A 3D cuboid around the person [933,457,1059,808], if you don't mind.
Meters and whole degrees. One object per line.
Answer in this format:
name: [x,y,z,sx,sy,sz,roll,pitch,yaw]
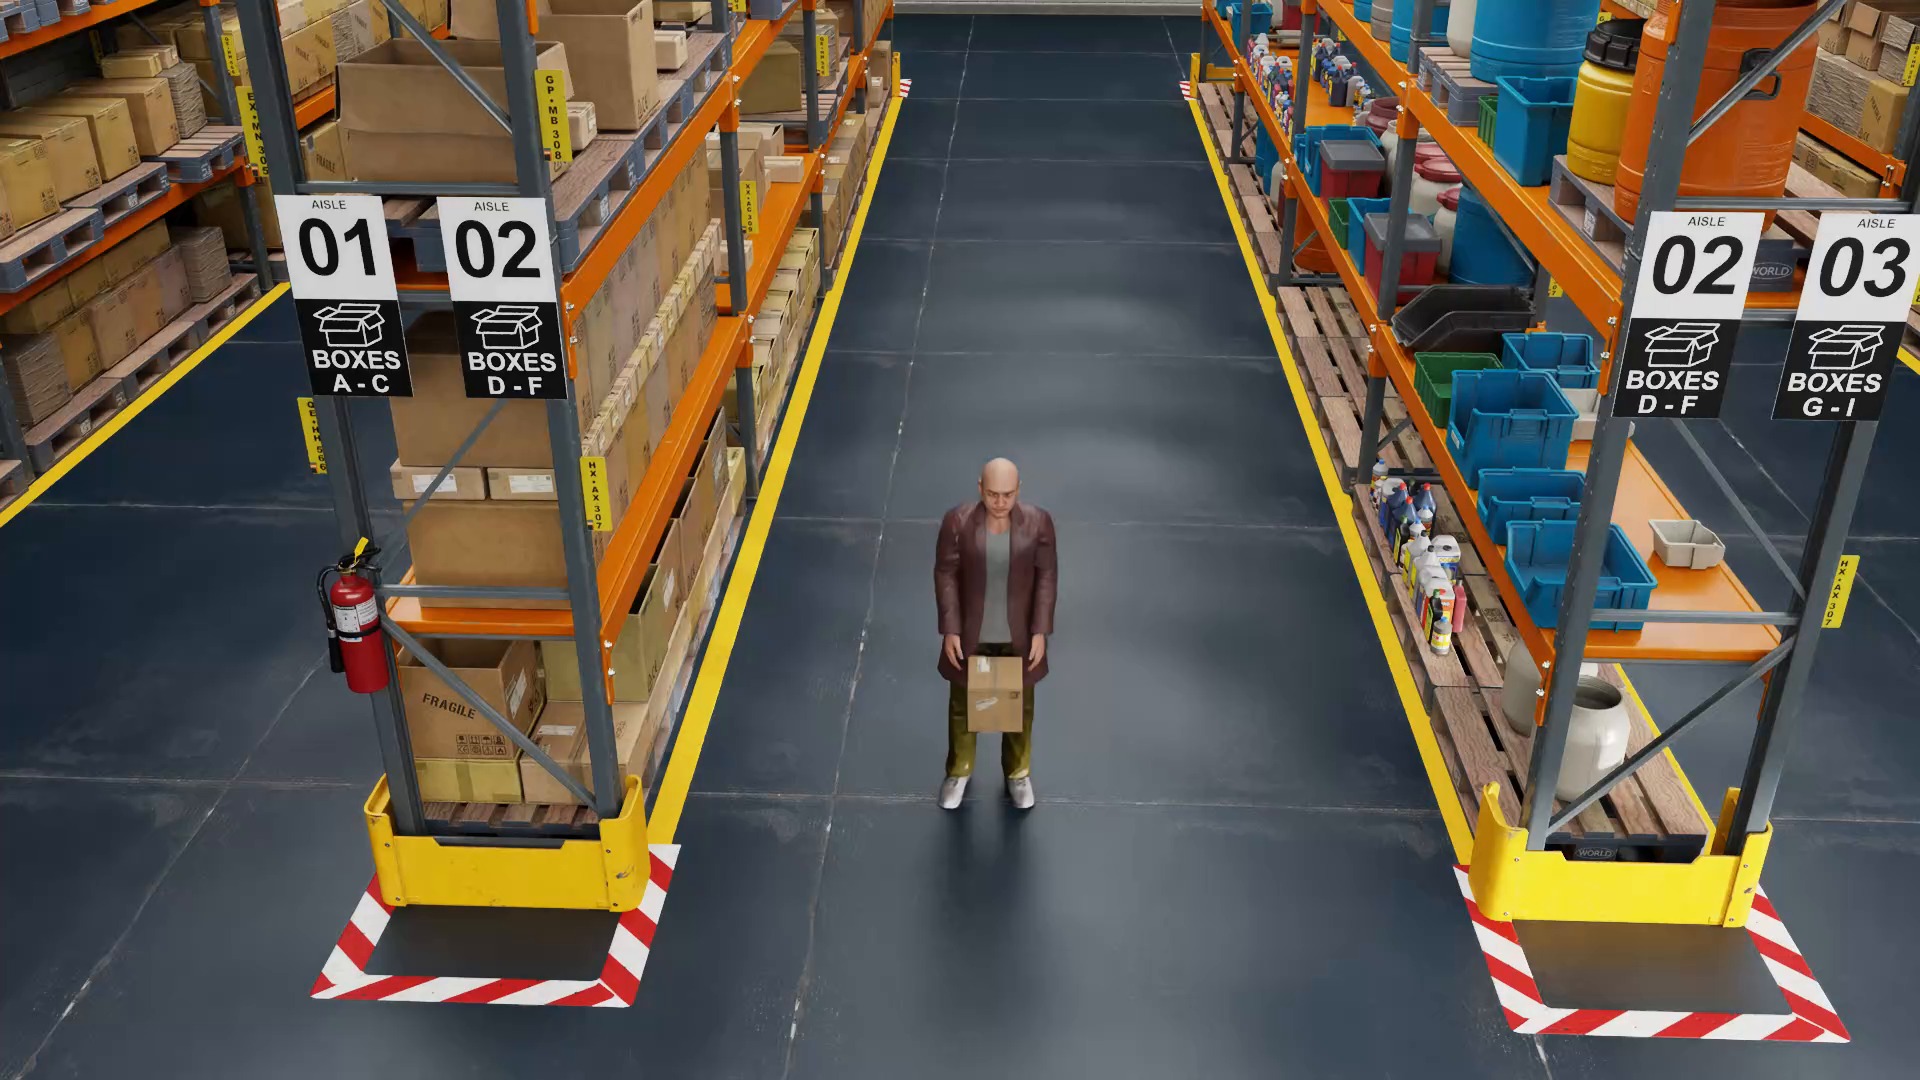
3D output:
person: [0.165,0.436,7.797,0.583,1.780,0.424,0,28,1]
